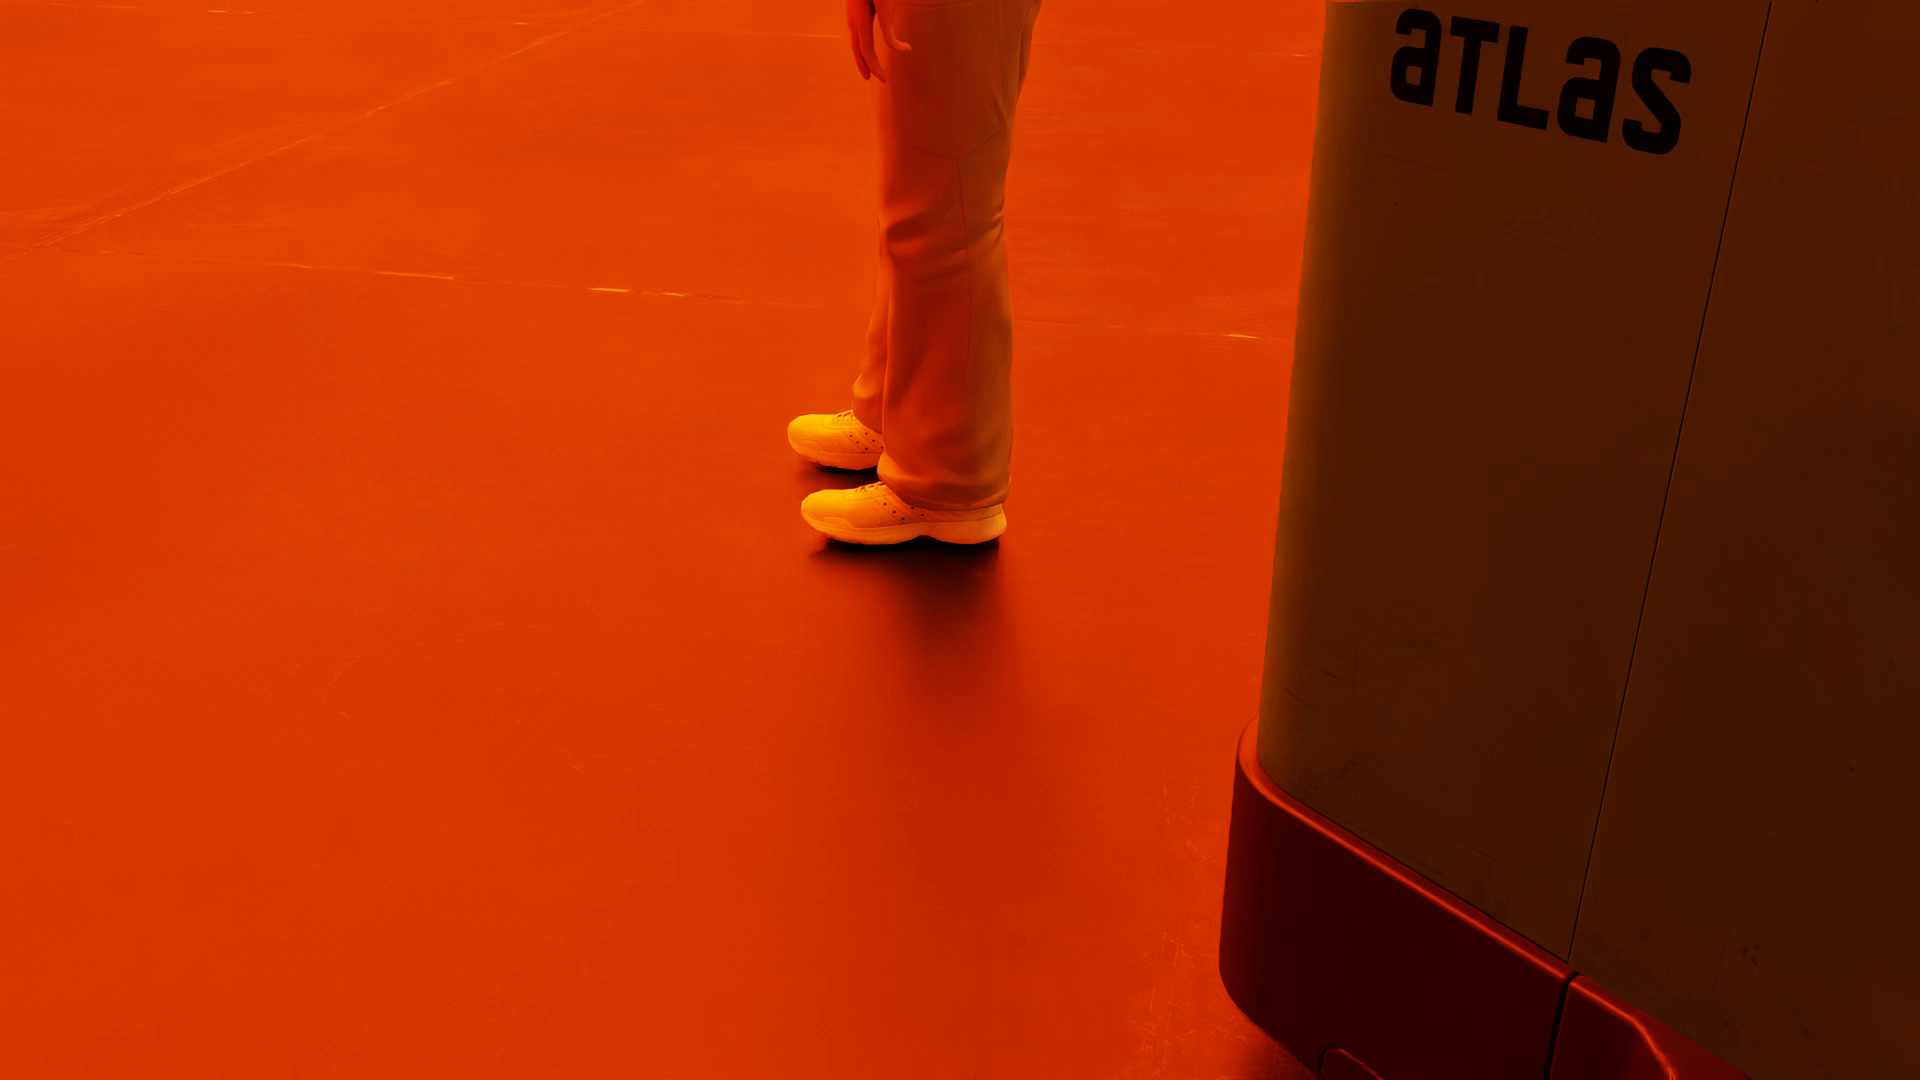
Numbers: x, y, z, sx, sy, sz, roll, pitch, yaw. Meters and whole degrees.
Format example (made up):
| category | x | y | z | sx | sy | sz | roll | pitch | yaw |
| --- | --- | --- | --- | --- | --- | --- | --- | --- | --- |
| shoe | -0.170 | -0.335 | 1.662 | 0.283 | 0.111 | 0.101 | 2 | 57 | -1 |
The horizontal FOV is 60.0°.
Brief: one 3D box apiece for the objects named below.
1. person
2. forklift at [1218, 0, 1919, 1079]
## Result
| category | x | y | z | sx | sy | sz | roll | pitch | yaw |
| --- | --- | --- | --- | --- | --- | --- | --- | --- | --- |
| person | -0.069 | -0.768 | 2.145 | 0.548 | 1.673 | 0.550 | 6 | 27 | 11 |
| forklift | 1.549 | -0.462 | 0.161 | 1.130 | 2.935 | 3.031 | -20 | 33 | -34 |
